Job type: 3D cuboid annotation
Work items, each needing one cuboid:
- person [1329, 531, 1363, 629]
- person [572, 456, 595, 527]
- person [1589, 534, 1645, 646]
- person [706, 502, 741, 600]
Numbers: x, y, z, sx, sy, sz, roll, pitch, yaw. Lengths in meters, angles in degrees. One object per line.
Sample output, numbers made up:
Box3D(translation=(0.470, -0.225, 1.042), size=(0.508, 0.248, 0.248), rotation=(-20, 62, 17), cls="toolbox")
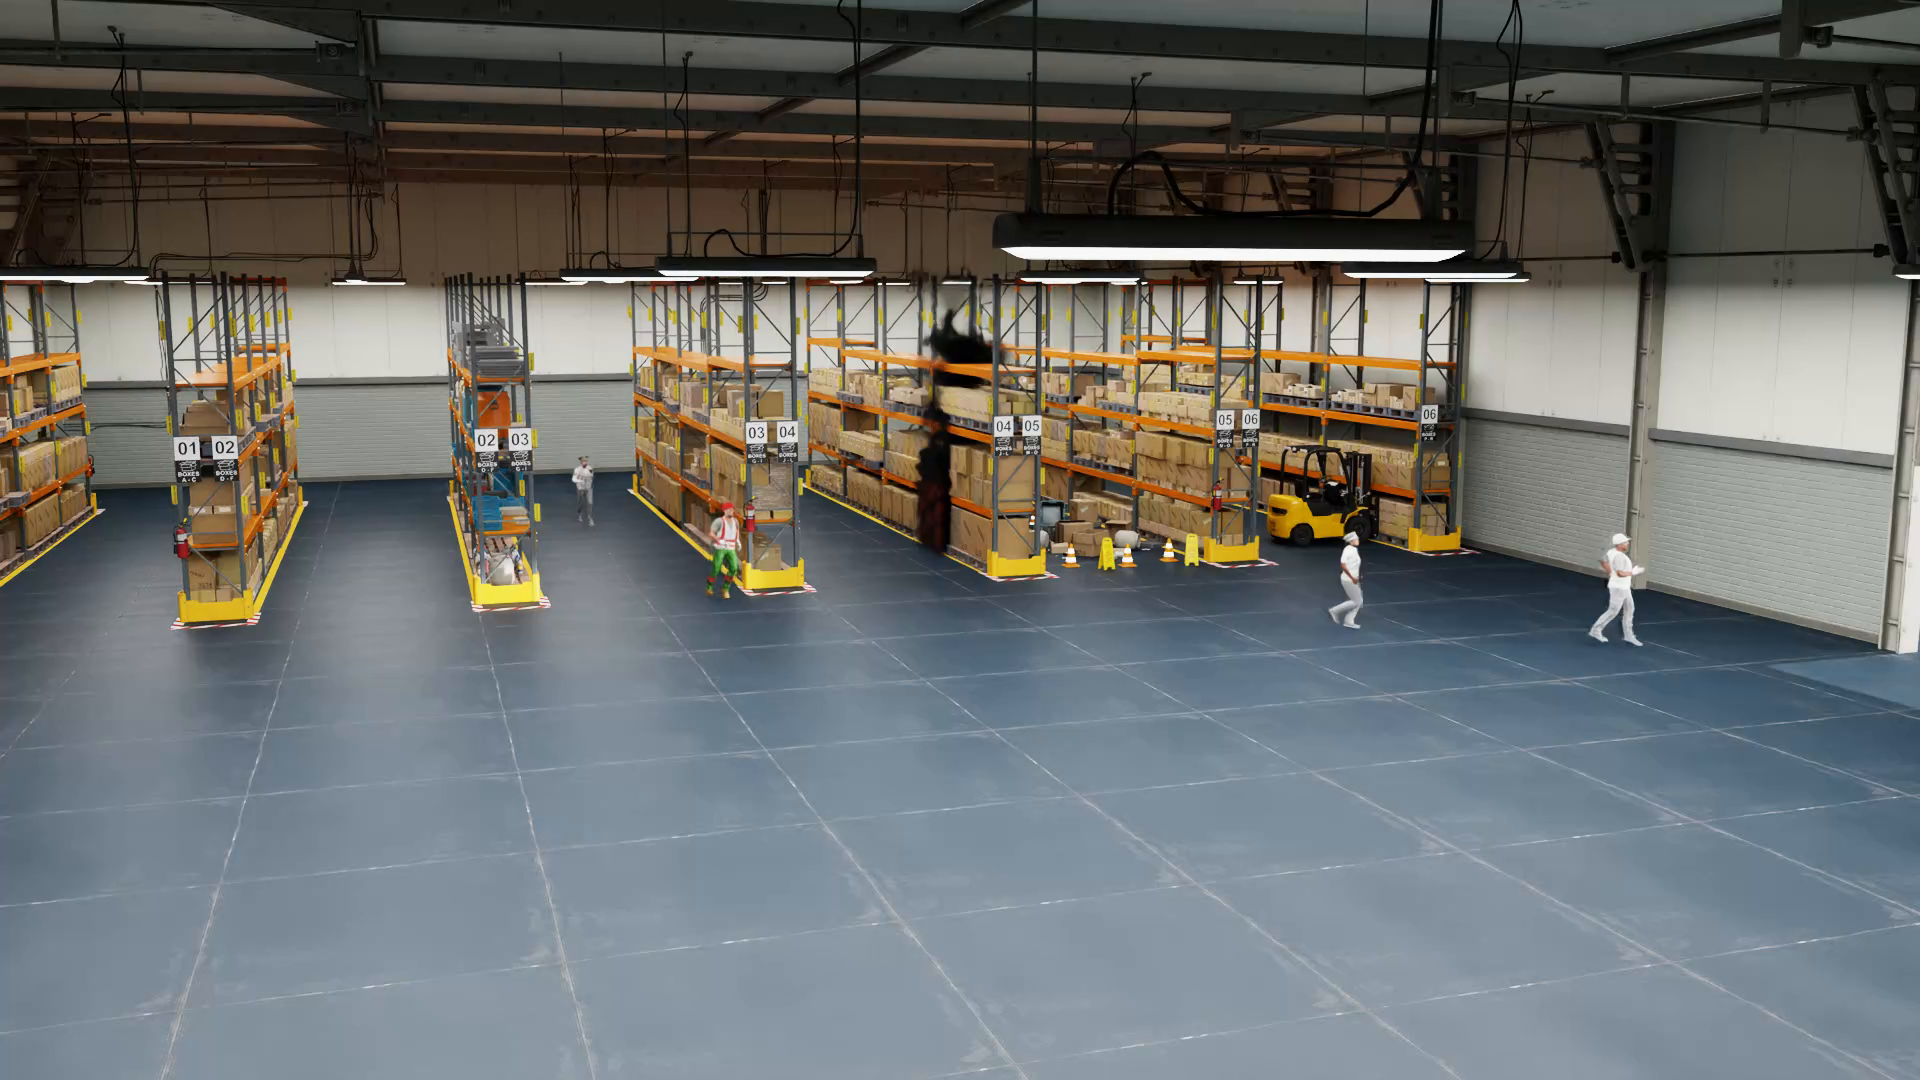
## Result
Box3D(translation=(6.560, 0.670, 28.206), size=(0.529, 1.669, 0.567), rotation=(3, 9, 18), cls="person")
Box3D(translation=(-9.161, -1.221, 40.494), size=(0.572, 1.703, 0.911), rotation=(-4, 10, -25), cls="person")
Box3D(translation=(10.596, 0.802, 26.745), size=(0.824, 1.823, 0.664), rotation=(4, 9, 22), cls="person")
Box3D(translation=(-4.351, 0.193, 31.002), size=(0.722, 1.804, 0.658), rotation=(-7, 11, -38), cls="person")
